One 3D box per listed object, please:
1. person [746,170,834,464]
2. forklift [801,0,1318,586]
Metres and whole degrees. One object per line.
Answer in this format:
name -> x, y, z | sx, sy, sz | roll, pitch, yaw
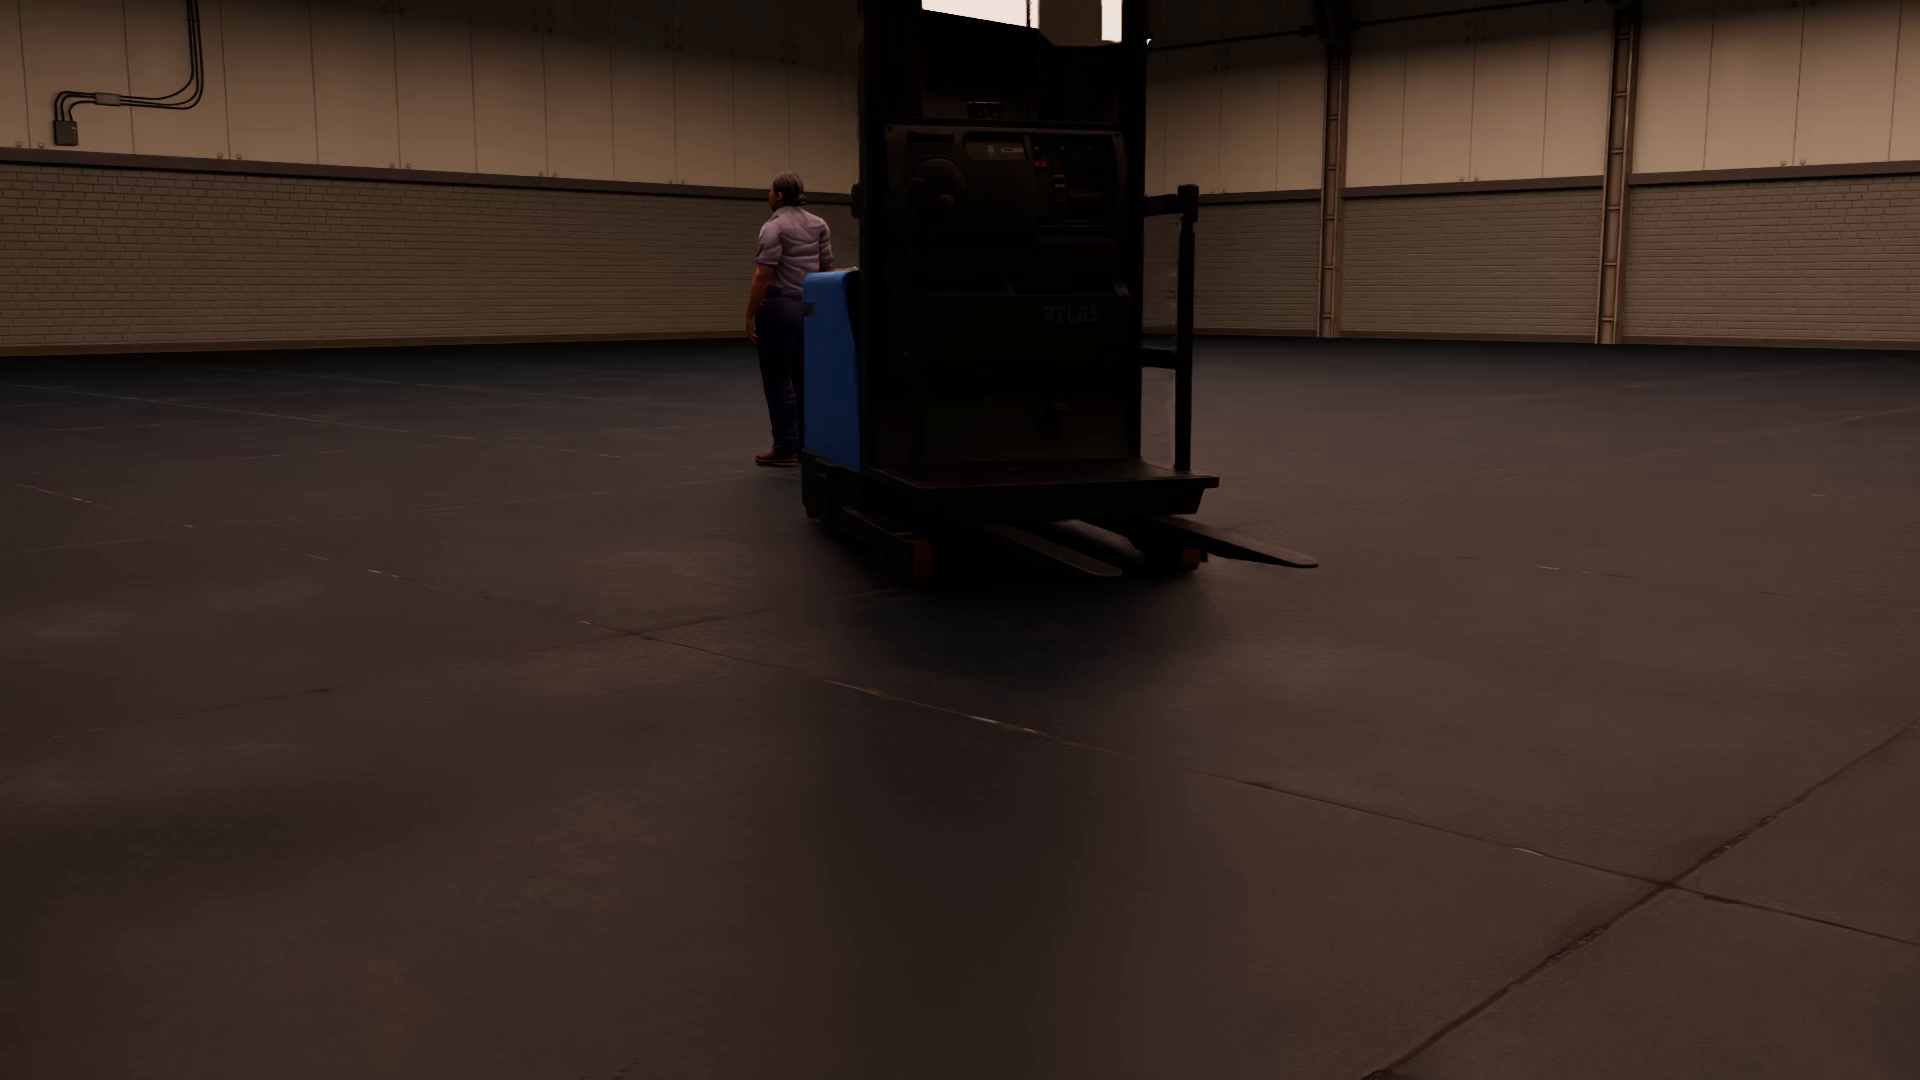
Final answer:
person -> -1.021, -1.262, 9.517 | 0.502, 1.650, 0.599 | 8, 12, 44
forklift -> 0.242, -1.357, 5.886 | 1.130, 2.935, 3.031 | -3, 9, -18
